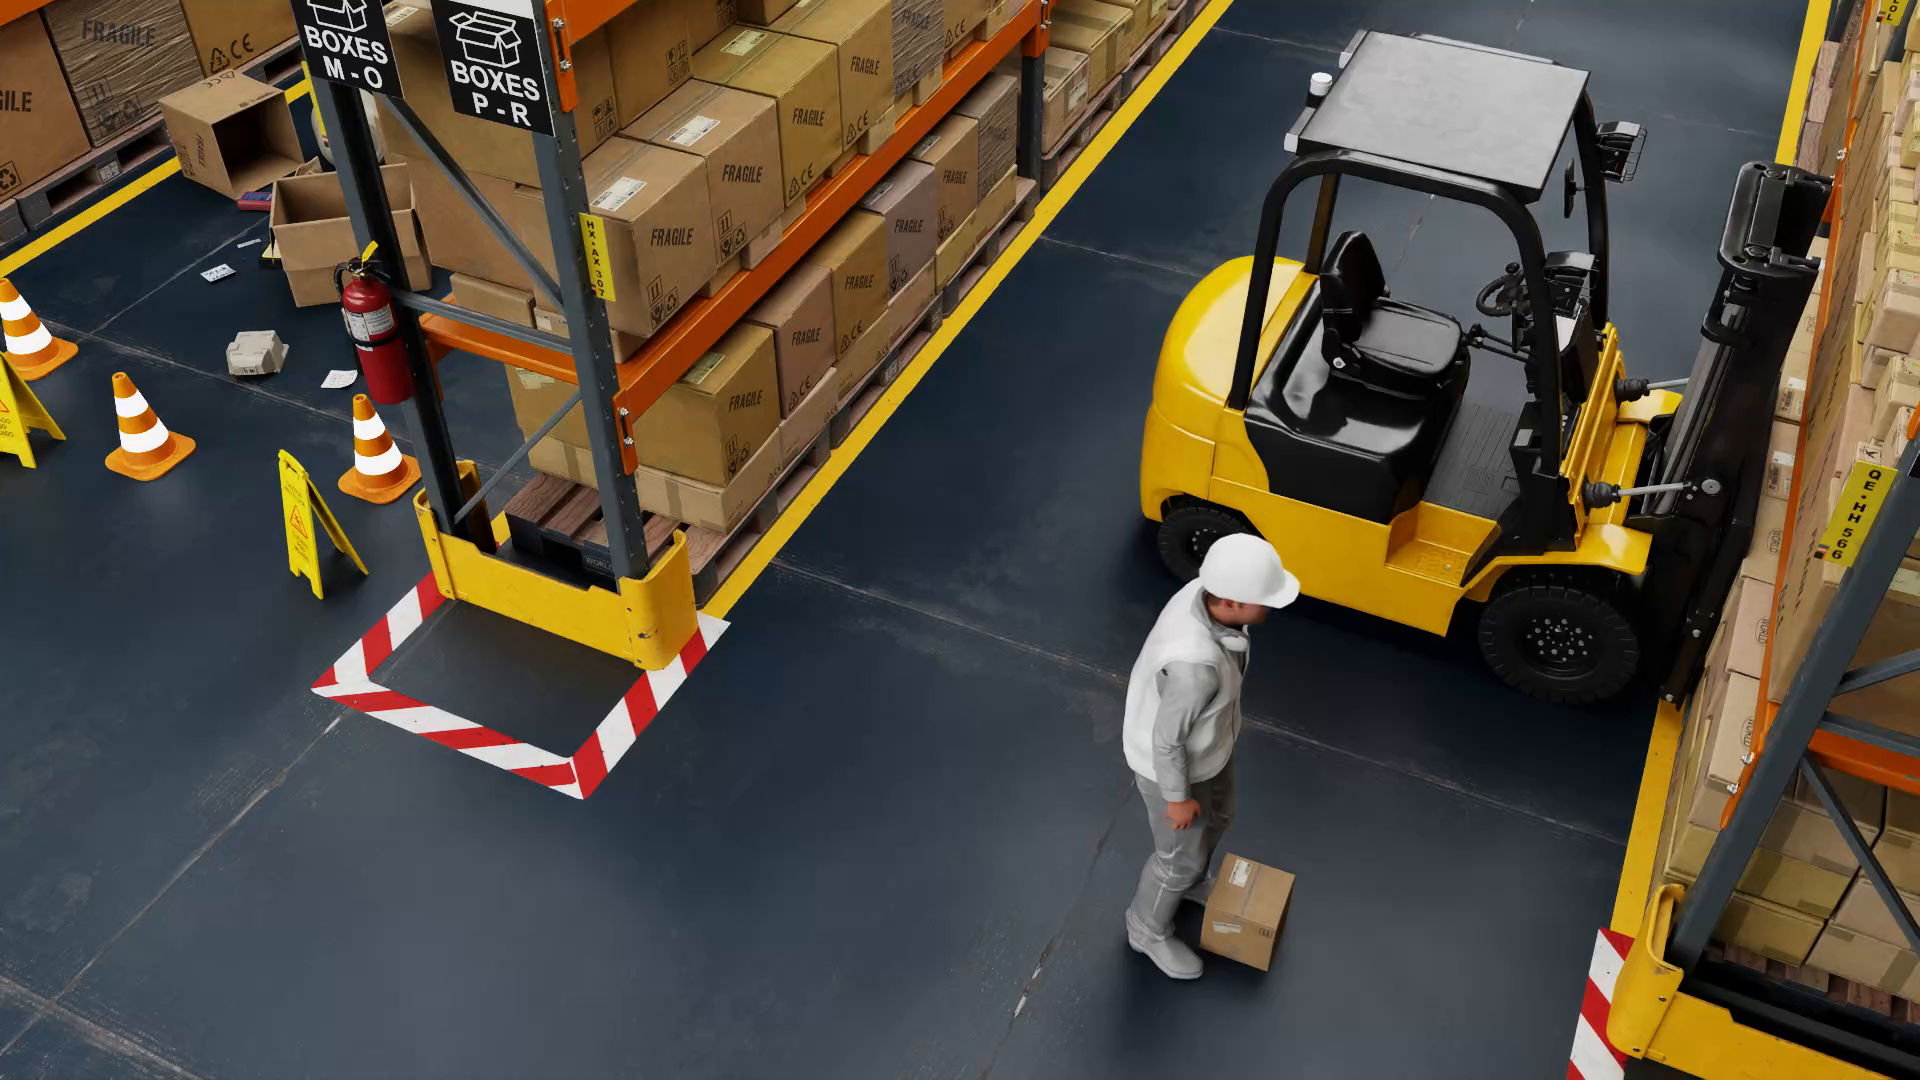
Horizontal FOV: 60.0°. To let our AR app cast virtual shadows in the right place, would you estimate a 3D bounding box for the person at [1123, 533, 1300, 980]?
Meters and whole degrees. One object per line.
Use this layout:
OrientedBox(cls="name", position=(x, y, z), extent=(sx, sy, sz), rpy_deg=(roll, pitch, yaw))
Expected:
OrientedBox(cls="person", position=(0.768, 0.664, 5.396), extent=(0.475, 1.769, 0.579), rpy_deg=(15, 44, 17))
